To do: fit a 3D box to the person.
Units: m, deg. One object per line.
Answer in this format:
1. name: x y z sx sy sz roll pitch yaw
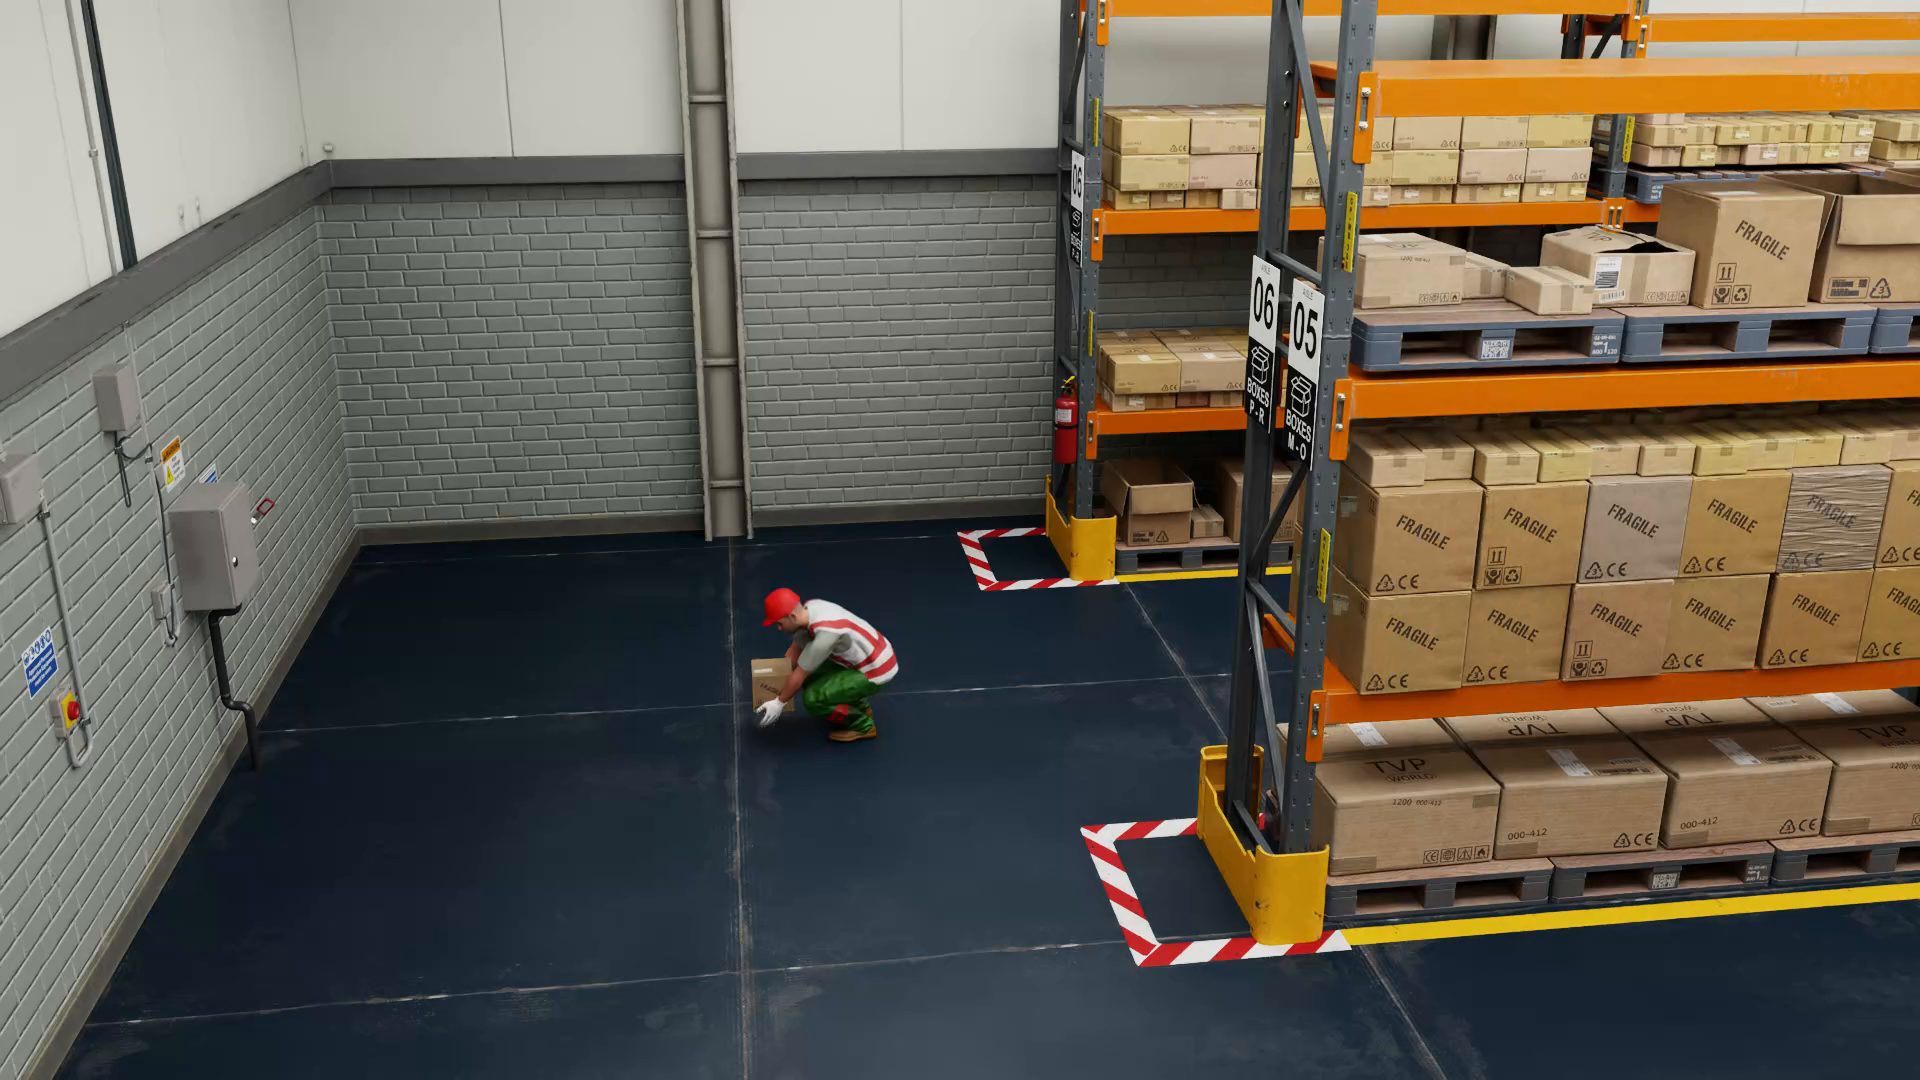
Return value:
1. person: -0.824 0.731 10.197 0.885 0.992 0.551 -3 20 -8
